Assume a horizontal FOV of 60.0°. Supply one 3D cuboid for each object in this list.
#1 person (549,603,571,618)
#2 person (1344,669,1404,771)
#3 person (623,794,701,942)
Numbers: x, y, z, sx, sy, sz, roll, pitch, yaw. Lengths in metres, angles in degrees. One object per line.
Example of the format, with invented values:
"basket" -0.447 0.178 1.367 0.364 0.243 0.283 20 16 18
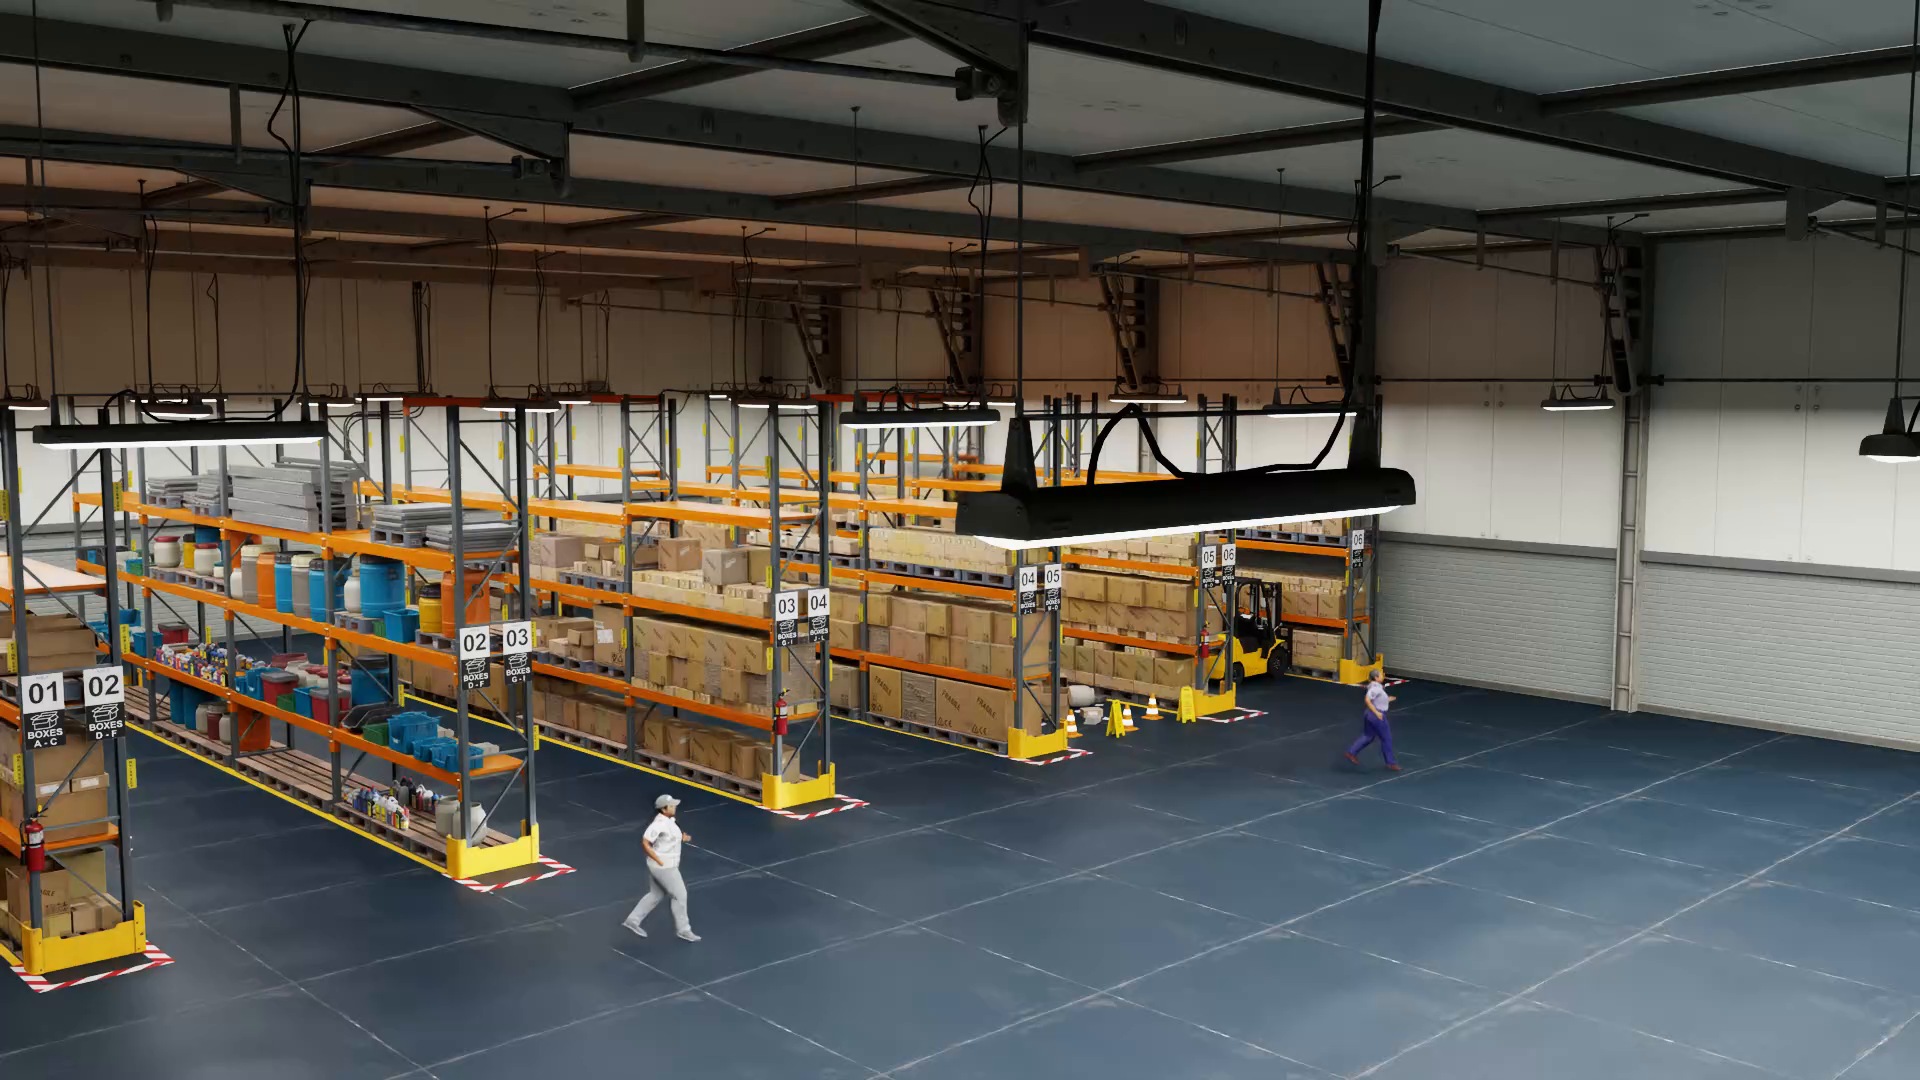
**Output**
"person" -9.876 1.469 41.254 0.686 1.714 0.695 0 6 -2
"person" 6.709 2.896 26.878 0.940 1.643 0.602 0 6 -3
"person" -3.370 3.697 18.736 0.866 1.702 0.587 -1 6 -14
